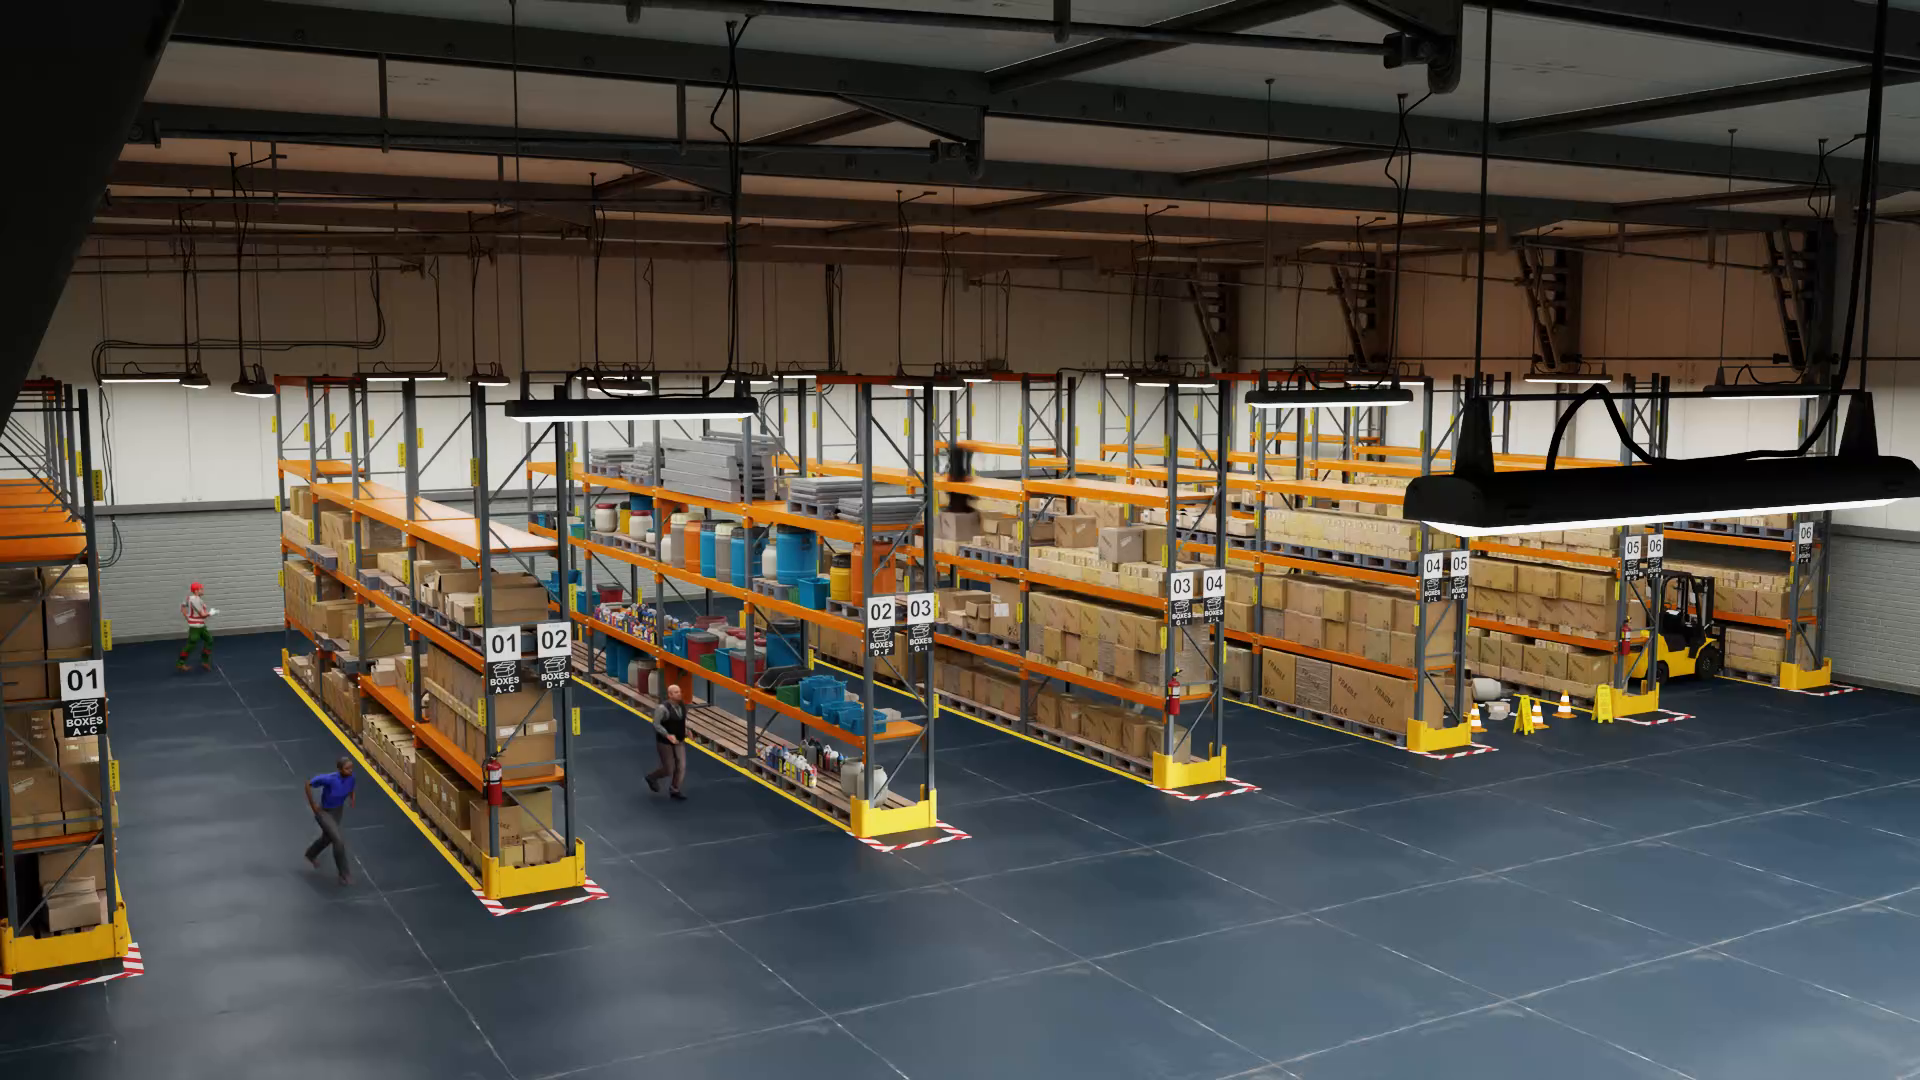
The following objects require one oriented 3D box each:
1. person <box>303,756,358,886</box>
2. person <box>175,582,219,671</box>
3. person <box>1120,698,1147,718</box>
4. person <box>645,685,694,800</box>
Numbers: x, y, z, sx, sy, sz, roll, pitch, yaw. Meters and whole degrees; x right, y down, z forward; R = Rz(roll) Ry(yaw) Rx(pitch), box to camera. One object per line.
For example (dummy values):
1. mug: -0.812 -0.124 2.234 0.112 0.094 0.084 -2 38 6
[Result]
1. person: -7.691 3.382 20.175 0.962 1.607 0.621 4 8 34
2. person: -15.397 1.772 33.549 0.863 1.842 0.651 -3 7 -27
3. person: 3.186 2.351 29.413 0.766 1.610 0.672 1 6 9
4. person: -4.227 2.892 23.943 0.752 1.672 0.660 5 8 39
